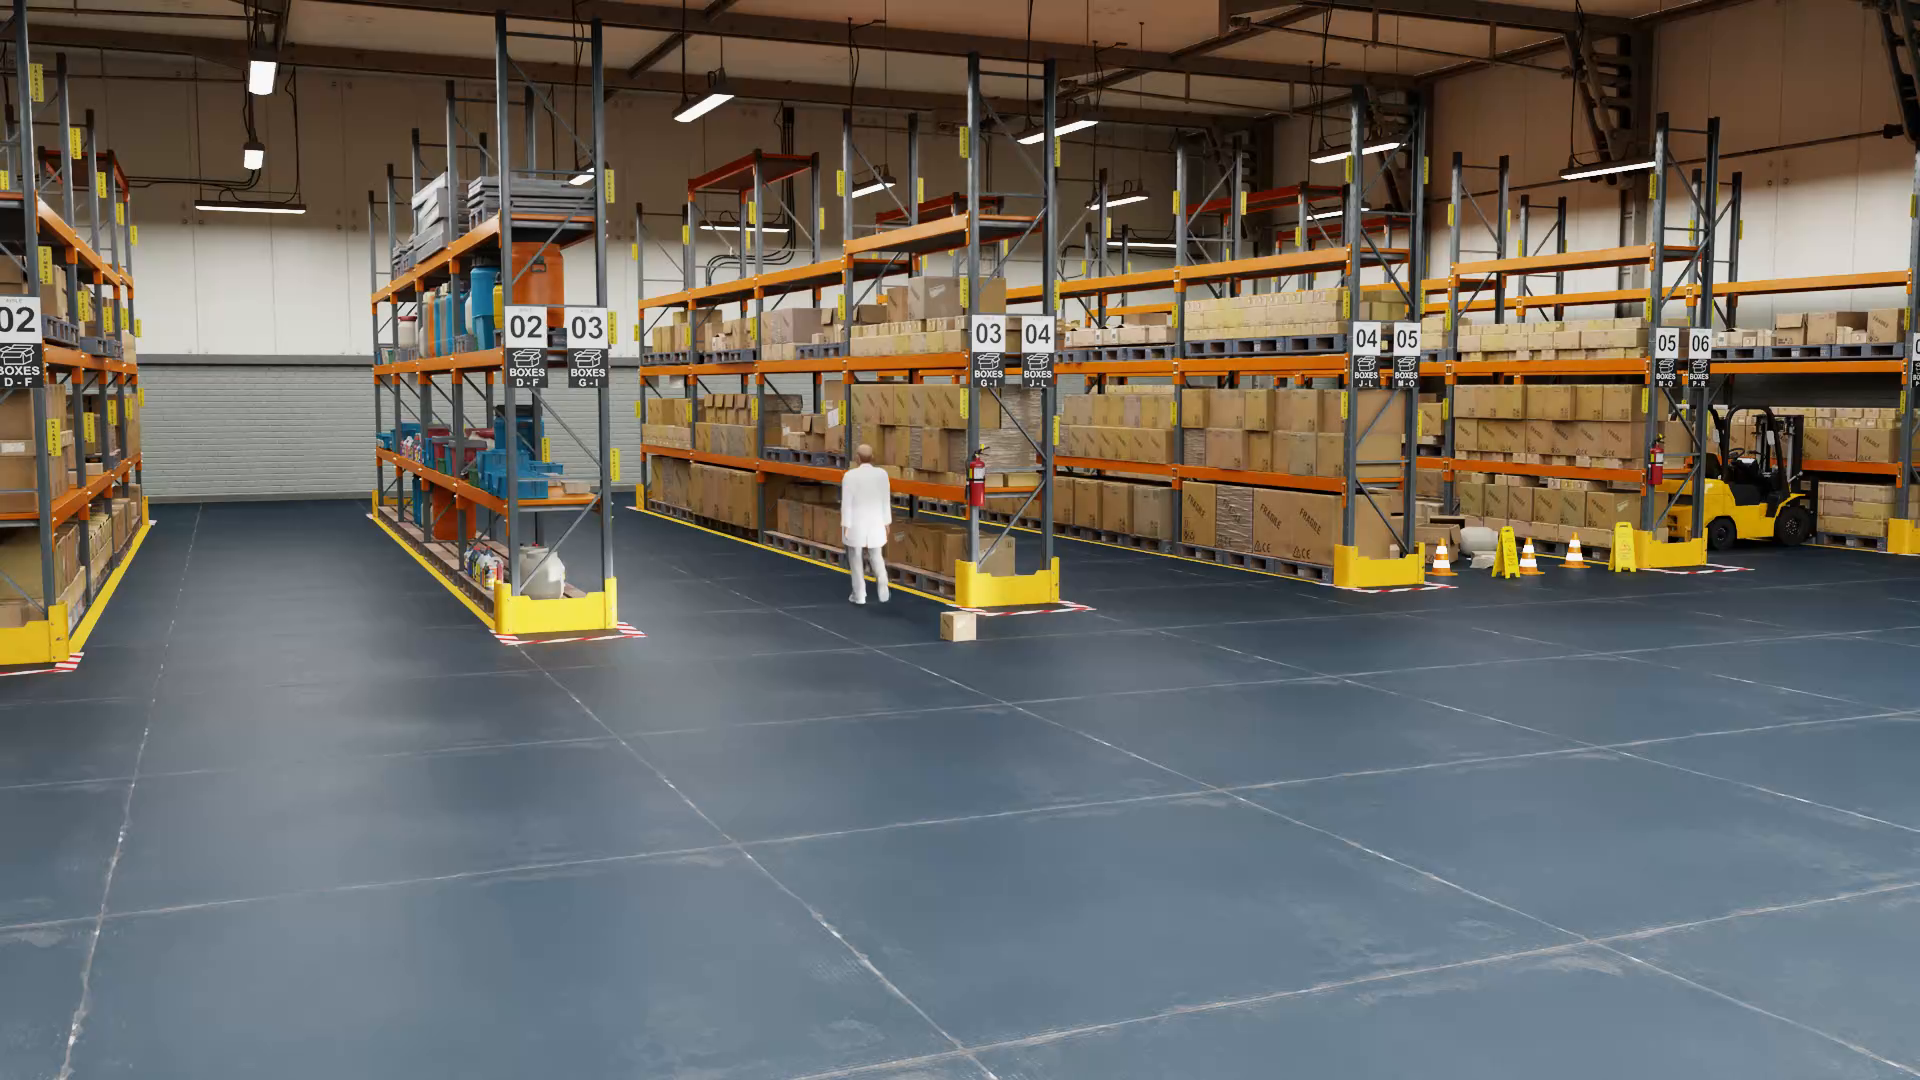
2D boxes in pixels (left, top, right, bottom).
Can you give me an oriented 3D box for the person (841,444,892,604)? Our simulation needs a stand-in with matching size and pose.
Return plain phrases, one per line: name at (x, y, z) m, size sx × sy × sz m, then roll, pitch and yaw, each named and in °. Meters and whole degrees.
person at (-1.026, -0.171, 18.268) m, size 0.591 × 1.761 × 0.731 m, roll -2°, pitch 6°, yaw -19°
